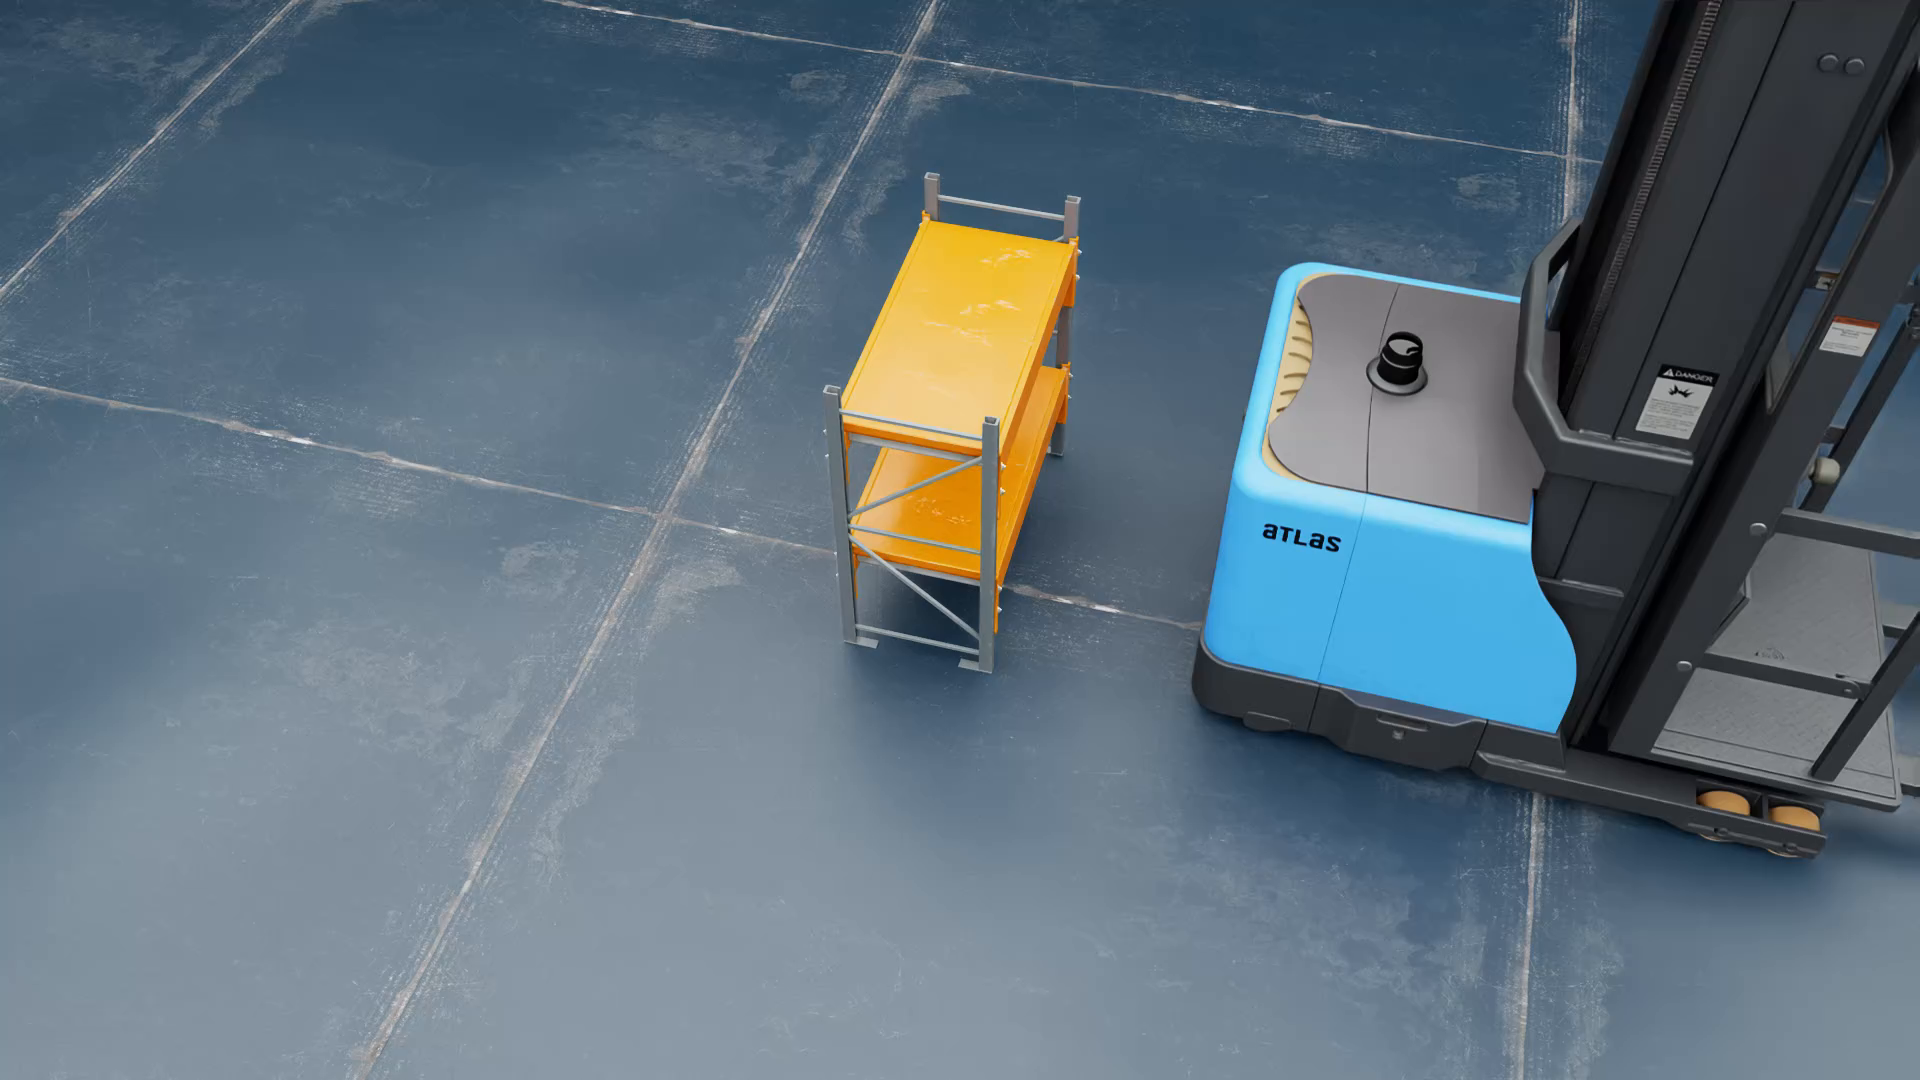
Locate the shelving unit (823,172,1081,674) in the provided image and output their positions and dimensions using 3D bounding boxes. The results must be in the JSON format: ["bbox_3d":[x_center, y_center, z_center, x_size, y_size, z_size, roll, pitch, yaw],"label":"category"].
[{"bbox_3d":[-0.002,-0.367,5.324,0.538,1.125,1.048,12,50,10],"label":"shelving unit"}]

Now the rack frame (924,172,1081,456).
[{"bbox_3d":[0.132,-0.735,5.648,0.500,1.125,0.032,12,50,10],"label":"rack frame"}]

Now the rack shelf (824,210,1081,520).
[{"bbox_3d":[-0.002,-0.561,5.104,0.538,0.278,1.000,12,50,10],"label":"rack shelf"}]

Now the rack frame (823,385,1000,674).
[{"bbox_3d":[-0.136,0.000,4.999,0.500,1.125,0.032,12,50,10],"label":"rack frame"}]

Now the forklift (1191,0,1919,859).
[{"bbox_3d":[2.306,-0.478,4.217,3.031,2.935,1.130,12,50,10],"label":"forklift"}]

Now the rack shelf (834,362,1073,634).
[{"bbox_3d":[-0.002,-0.206,5.507,0.538,0.278,1.000,12,50,10],"label":"rack shelf"}]
